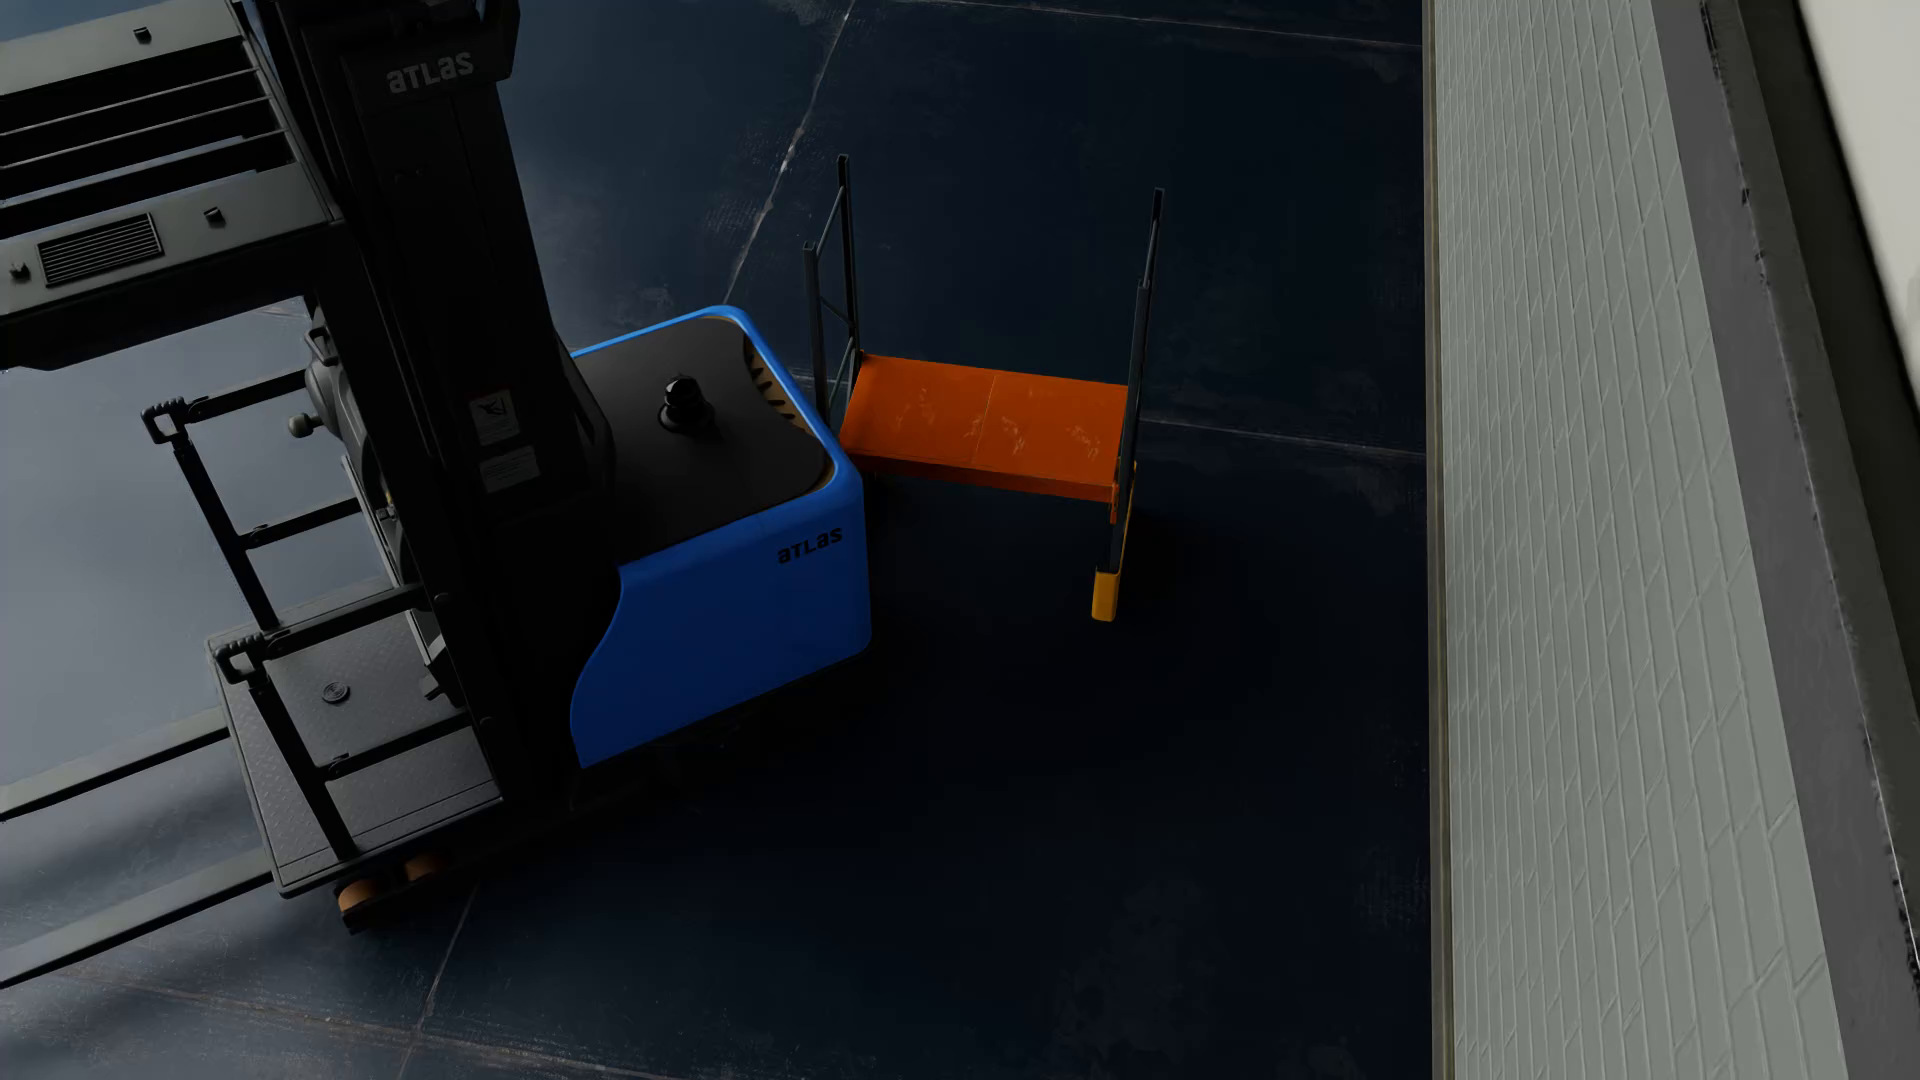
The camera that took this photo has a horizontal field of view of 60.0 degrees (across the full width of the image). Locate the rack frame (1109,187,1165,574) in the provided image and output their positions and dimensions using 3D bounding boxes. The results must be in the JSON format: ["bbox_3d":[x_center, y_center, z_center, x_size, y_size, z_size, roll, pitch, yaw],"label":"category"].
[{"bbox_3d":[0.584,-0.423,5.622,0.032,1.500,0.500,8,49,7],"label":"rack frame"}]

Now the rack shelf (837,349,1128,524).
[{"bbox_3d":[0.084,-0.370,5.816,1.000,0.185,0.538,8,49,7],"label":"rack shelf"}]

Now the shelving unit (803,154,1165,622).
[{"bbox_3d":[0.075,-0.491,5.683,1.083,1.500,0.587,8,49,7],"label":"shelving unit"}]

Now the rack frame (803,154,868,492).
[{"bbox_3d":[-0.416,-0.557,5.742,0.032,1.500,0.500,8,49,7],"label":"rack frame"}]

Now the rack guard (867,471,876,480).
[{"bbox_3d":[-0.415,-0.139,6.207,0.087,0.250,0.587,8,49,7],"label":"rack guard"}]

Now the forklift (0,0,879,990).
[{"bbox_3d":[-1.822,-0.229,4.486,3.031,2.935,1.130,-22,52,-19],"label":"forklift"}]

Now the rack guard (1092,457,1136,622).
[{"bbox_3d":[0.565,-0.008,6.089,0.087,0.250,0.587,8,49,7],"label":"rack guard"}]
